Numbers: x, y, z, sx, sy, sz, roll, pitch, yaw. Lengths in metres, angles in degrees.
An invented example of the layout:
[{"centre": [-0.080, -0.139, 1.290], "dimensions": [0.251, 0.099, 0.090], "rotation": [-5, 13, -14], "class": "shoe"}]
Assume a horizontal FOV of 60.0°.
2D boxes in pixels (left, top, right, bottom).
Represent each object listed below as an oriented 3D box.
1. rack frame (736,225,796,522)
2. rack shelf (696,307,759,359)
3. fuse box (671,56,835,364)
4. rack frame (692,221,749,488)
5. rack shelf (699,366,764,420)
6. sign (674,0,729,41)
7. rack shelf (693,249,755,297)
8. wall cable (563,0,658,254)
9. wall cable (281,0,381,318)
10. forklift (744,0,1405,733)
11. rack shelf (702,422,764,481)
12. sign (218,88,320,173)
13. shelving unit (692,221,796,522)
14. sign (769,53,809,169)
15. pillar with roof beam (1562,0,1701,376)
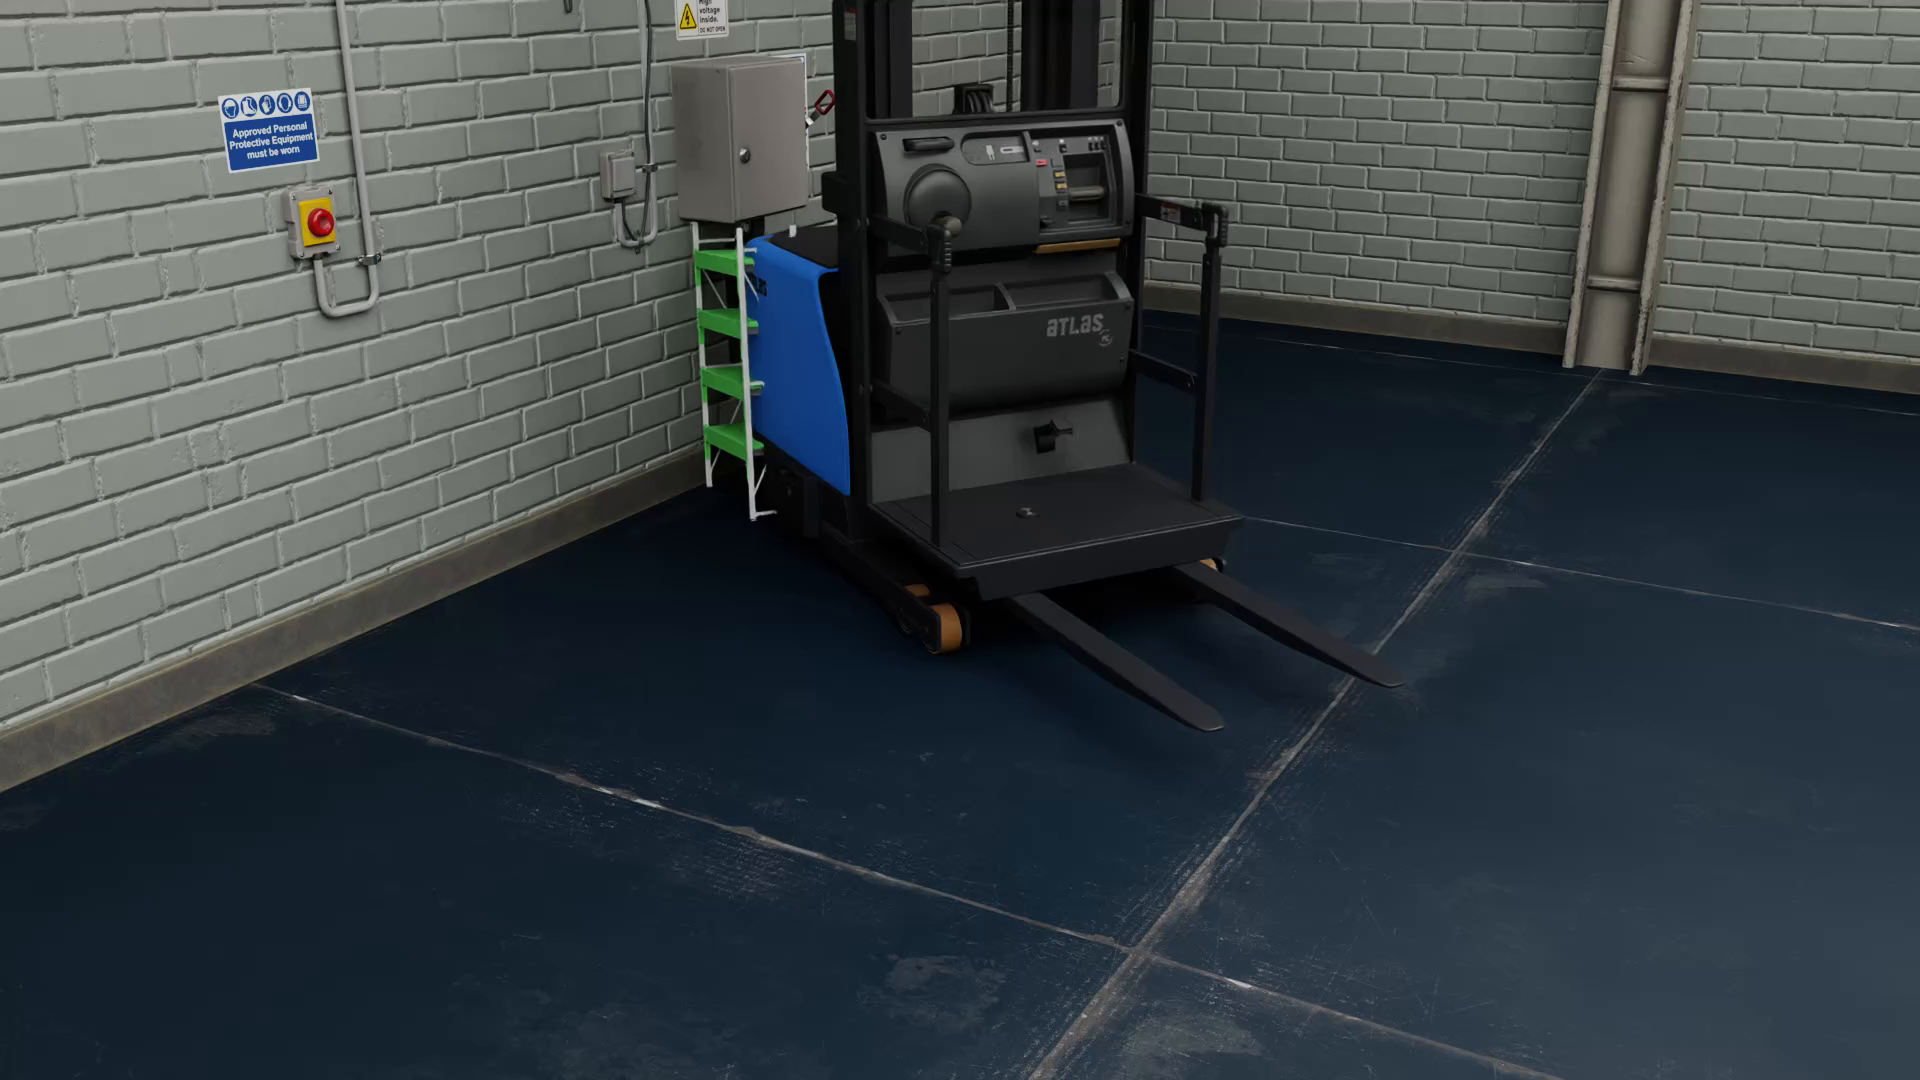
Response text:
[{"centre": [-0.730, -0.614, 6.487], "dimensions": [0.240, 1.200, 0.015], "rotation": [-9, 17, -27], "class": "rack frame"}, {"centre": [-0.850, -0.838, 6.649], "dimensions": [0.258, 0.148, 0.480], "rotation": [-9, 17, -27], "class": "rack shelf"}, {"centre": [-0.807, -1.084, 6.845], "dimensions": [0.414, 1.711, 0.539], "rotation": [11, 23, 27], "class": "fuse box"}, {"centre": [-0.964, -0.721, 6.901], "dimensions": [0.240, 1.200, 0.015], "rotation": [-9, 17, -27], "class": "rack frame"}, {"centre": [-0.846, -0.606, 6.710], "dimensions": [0.258, 0.148, 0.480], "rotation": [-9, 17, -27], "class": "rack shelf"}, {"centre": [-1.015, -2.096, 6.534], "dimensions": [0.001, 0.242, 0.339], "rotation": [11, 23, 27], "class": "sign"}, {"centre": [-0.853, -1.070, 6.587], "dimensions": [0.258, 0.148, 0.480], "rotation": [-9, 17, -27], "class": "rack shelf"}, {"centre": [-1.278, -1.991, 5.964], "dimensions": [0.122, 1.984, 0.588], "rotation": [11, 23, 27], "class": "wall cable"}, {"centre": [-1.959, -1.581, 4.789], "dimensions": [0.123, 1.953, 0.585], "rotation": [11, 23, 27], "class": "wall cable"}, {"centre": [0.258, -1.181, 5.324], "dimensions": [1.130, 2.935, 3.031], "rotation": [-10, 22, -25], "class": "forklift"}, {"centre": [-0.843, -0.374, 6.772], "dimensions": [0.258, 0.148, 0.480], "rotation": [-9, 17, -27], "class": "rack shelf"}, {"centre": [-2.036, -1.212, 4.910], "dimensions": [0.001, 0.218, 0.327], "rotation": [11, 23, 27], "class": "sign"}, {"centre": [-0.847, -0.668, 6.694], "dimensions": [0.258, 1.200, 0.503], "rotation": [-9, 17, -27], "class": "shelving unit"}, {"centre": [-0.747, -1.827, 7.142], "dimensions": [0.001, 0.494, 0.329], "rotation": [11, 23, 27], "class": "sign"}, {"centre": [1.379, -3.892, 3.897], "dimensions": [0.400, 9.000, 9.100], "rotation": [11, 23, 27], "class": "pillar with roof beam"}]
